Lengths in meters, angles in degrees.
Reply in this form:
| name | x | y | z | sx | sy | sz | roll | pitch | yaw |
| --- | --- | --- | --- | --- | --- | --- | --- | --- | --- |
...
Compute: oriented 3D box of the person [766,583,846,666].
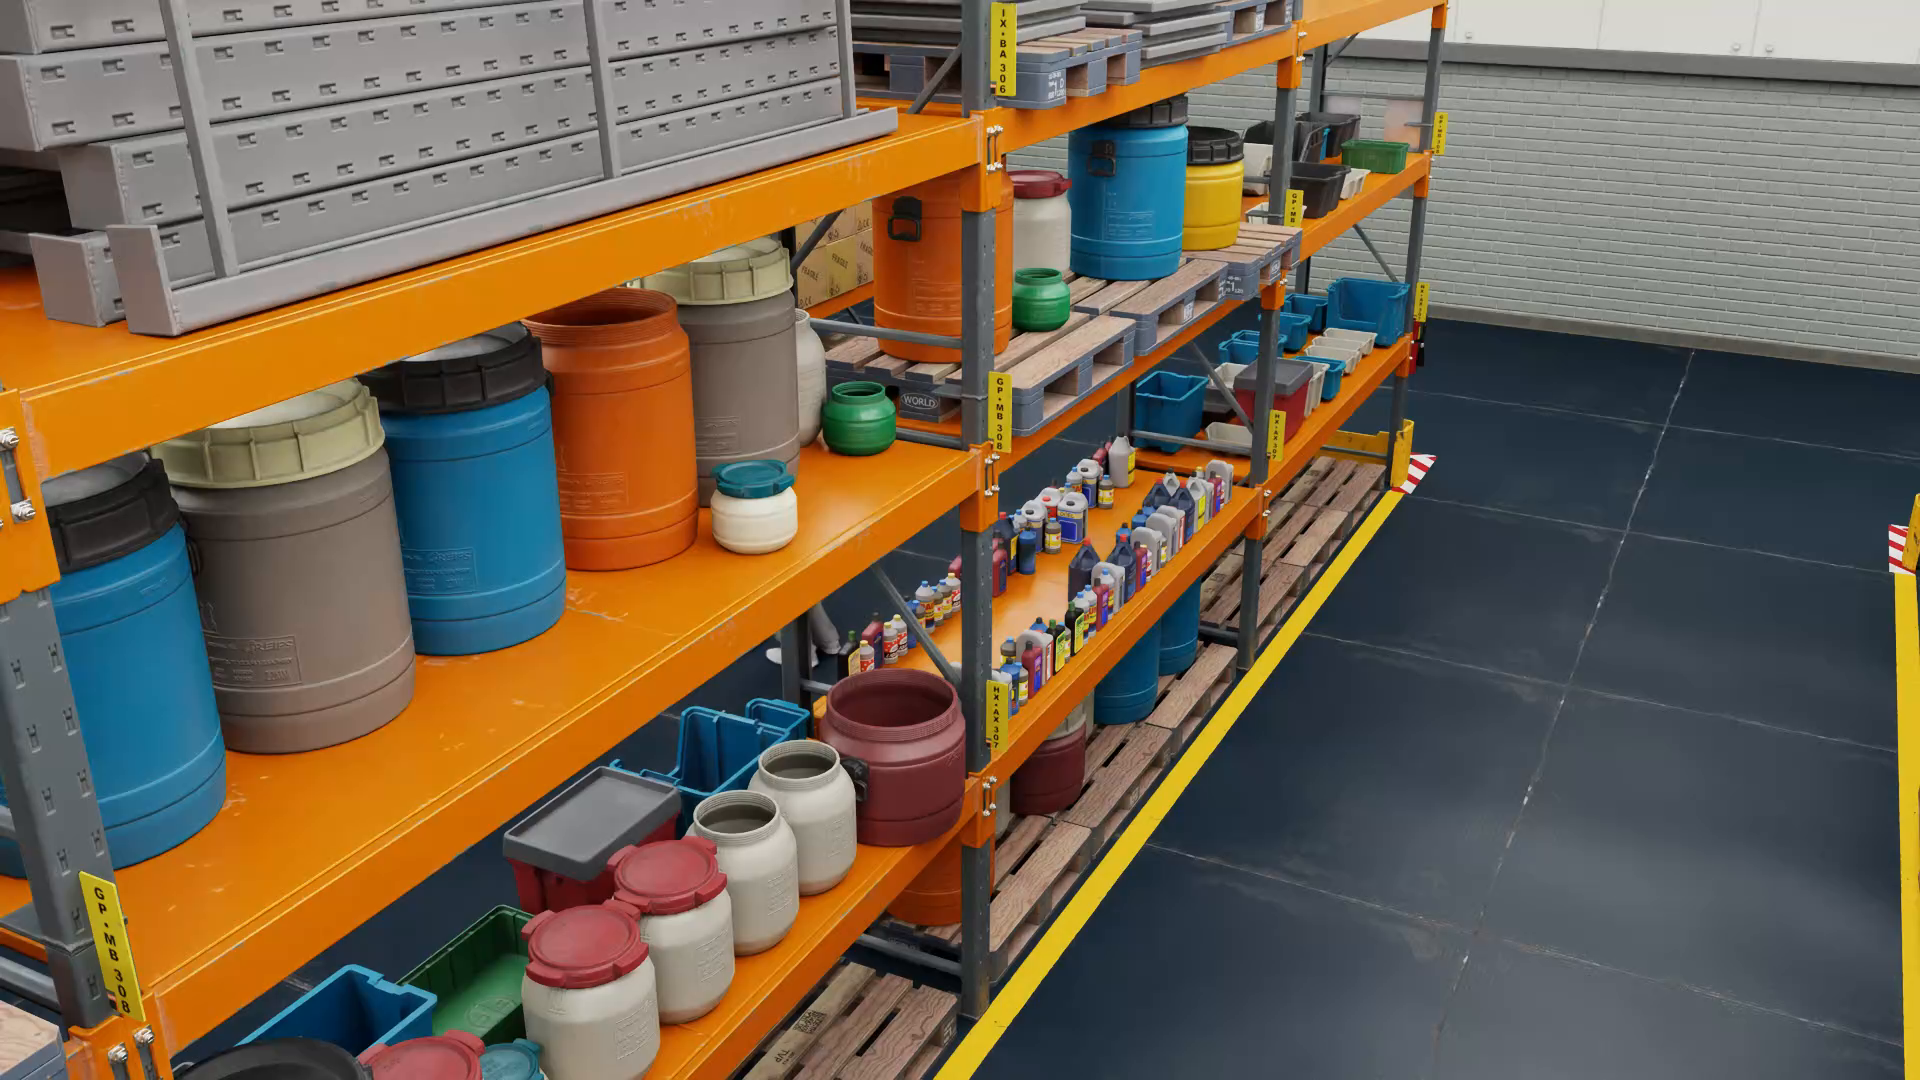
| name | x | y | z | sx | sy | sz | roll | pitch | yaw |
| --- | --- | --- | --- | --- | --- | --- | --- | --- | --- |
| person | -1.103 | 0.209 | 10.984 | 0.803 | 1.241 | 0.630 | 11 | 25 | 25 |
